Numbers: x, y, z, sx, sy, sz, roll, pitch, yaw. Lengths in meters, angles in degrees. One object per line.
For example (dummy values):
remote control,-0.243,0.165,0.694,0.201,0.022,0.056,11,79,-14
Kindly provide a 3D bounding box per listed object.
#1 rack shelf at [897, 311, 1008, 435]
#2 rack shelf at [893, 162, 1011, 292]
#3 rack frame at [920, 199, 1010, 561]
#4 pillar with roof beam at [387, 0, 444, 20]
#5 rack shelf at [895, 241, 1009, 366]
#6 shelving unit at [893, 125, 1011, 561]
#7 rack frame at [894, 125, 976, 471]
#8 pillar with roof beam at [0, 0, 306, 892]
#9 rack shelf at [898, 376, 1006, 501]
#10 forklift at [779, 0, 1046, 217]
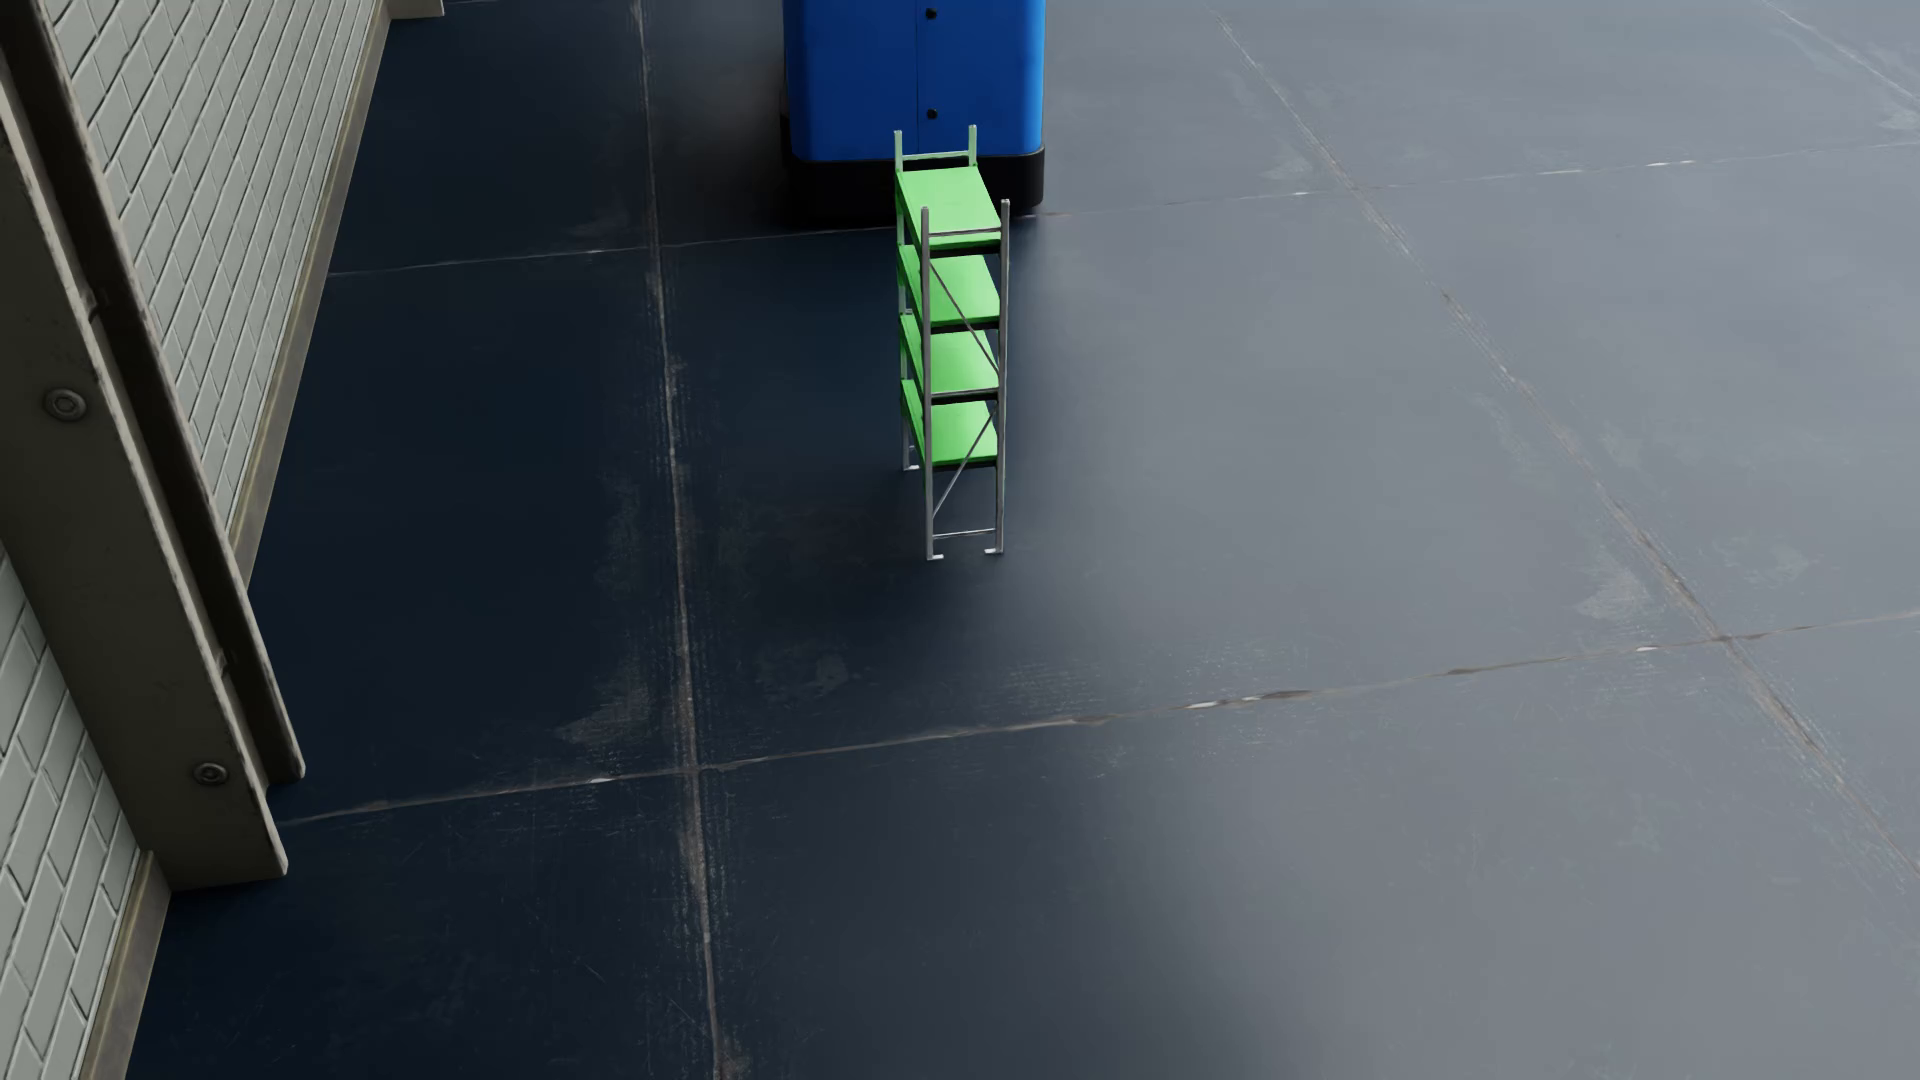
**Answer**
rack shelf,-0.029,-0.523,5.050,0.258,0.148,0.480,-6,38,-8
rack shelf,-0.029,-0.902,4.755,0.258,0.148,0.480,-6,38,-8
rack frame,0.014,-0.426,4.821,0.240,1.200,0.015,-6,38,-8
pillar with roof beam,1.310,-6.901,6.798,9.100,9.000,0.400,-6,38,-8
rack shelf,-0.029,-0.713,4.903,0.258,0.148,0.480,-6,38,-8
shelving unit,-0.029,-0.574,5.011,0.258,1.200,0.503,-6,38,-8
rack frame,-0.072,-0.721,5.200,0.240,1.200,0.015,-6,38,-8
pillar with roof beam,2.362,-3.277,2.133,9.100,9.000,0.400,-6,38,-8
rack shelf,-0.029,-0.334,5.197,0.258,0.148,0.480,-6,38,-8
forklift,-0.286,-3.378,7.209,1.130,2.935,3.031,-3,38,-4
